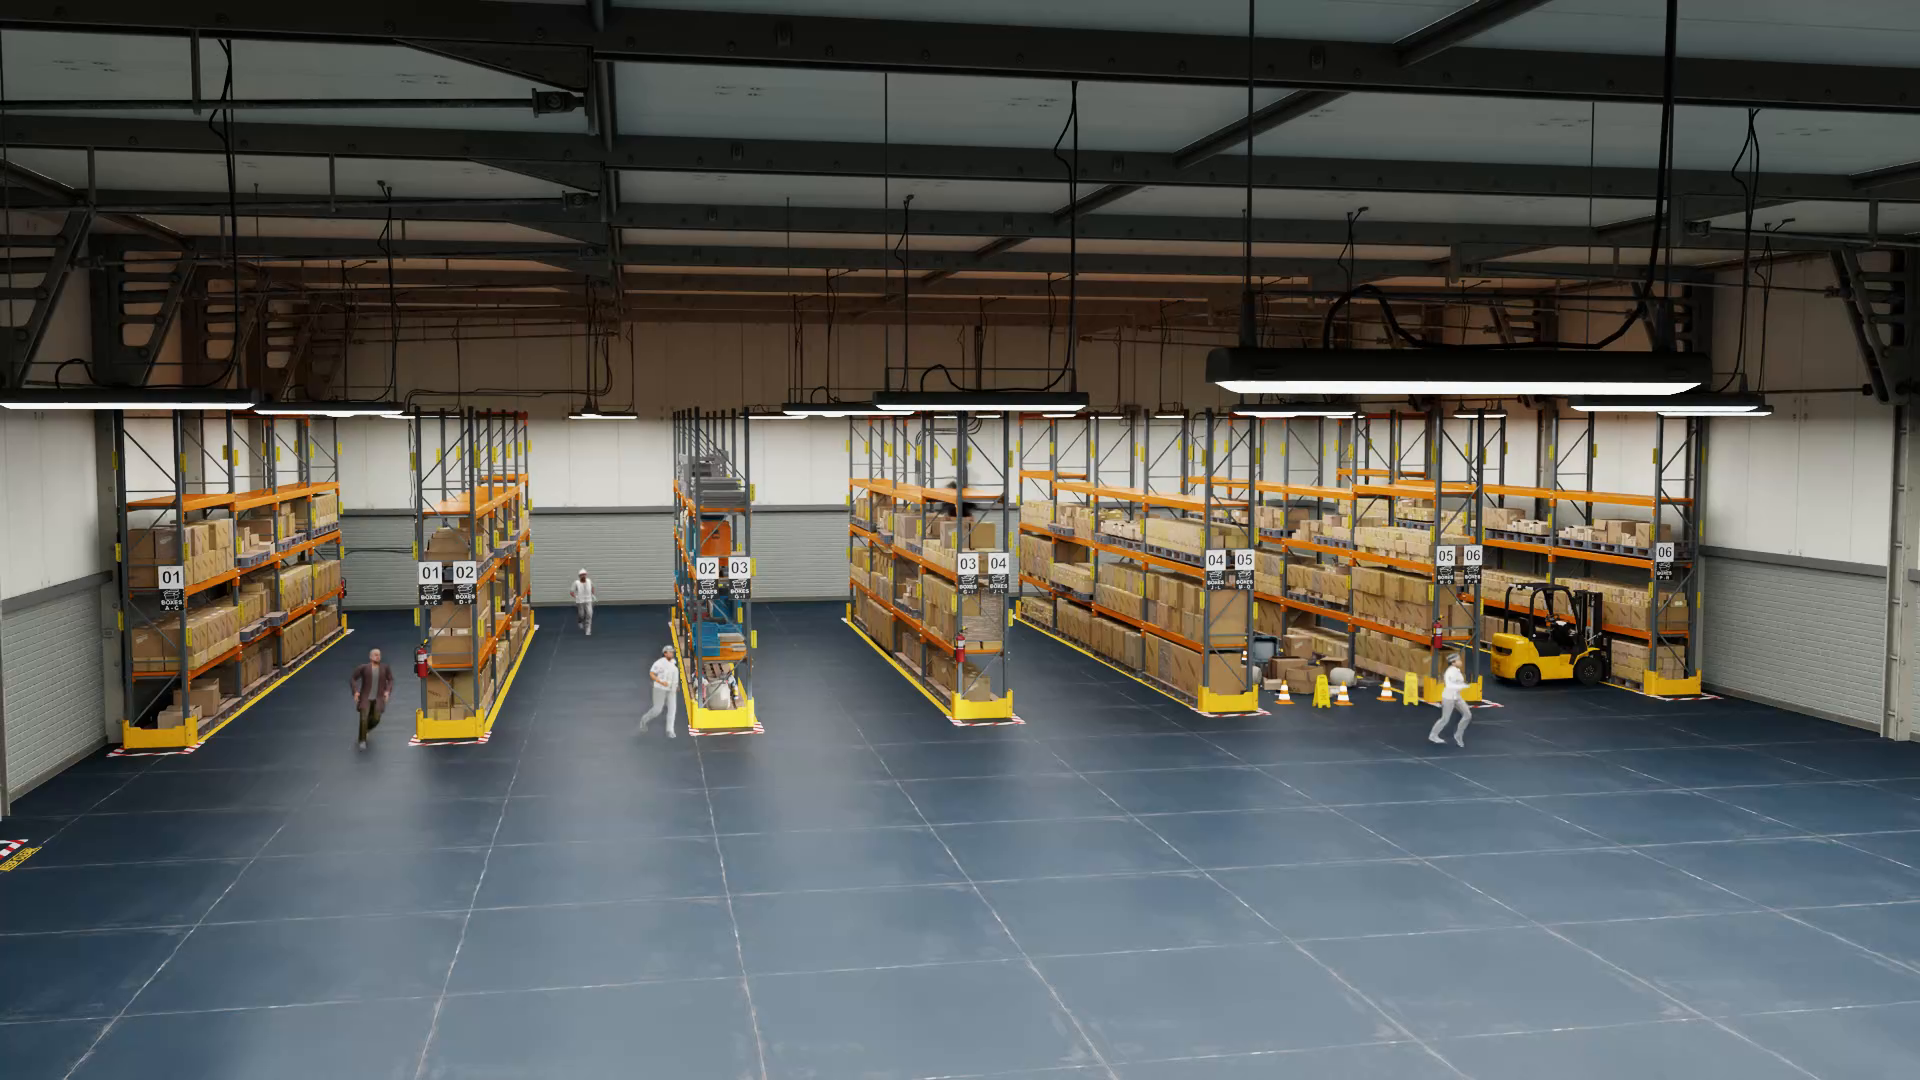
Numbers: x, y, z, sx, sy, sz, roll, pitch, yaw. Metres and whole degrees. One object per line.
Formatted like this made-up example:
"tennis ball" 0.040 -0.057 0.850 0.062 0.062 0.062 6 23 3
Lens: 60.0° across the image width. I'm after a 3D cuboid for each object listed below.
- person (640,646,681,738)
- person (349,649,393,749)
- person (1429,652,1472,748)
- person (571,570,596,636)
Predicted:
"person" -5.363 2.751 30.364 0.906 1.621 0.686 4 6 43
"person" -10.380 2.793 29.374 0.758 1.729 0.544 -2 5 -28
"person" 8.617 2.811 29.239 0.752 1.714 0.594 3 5 39
"person" -10.100 1.675 44.651 0.685 1.758 0.905 -2 5 -26
